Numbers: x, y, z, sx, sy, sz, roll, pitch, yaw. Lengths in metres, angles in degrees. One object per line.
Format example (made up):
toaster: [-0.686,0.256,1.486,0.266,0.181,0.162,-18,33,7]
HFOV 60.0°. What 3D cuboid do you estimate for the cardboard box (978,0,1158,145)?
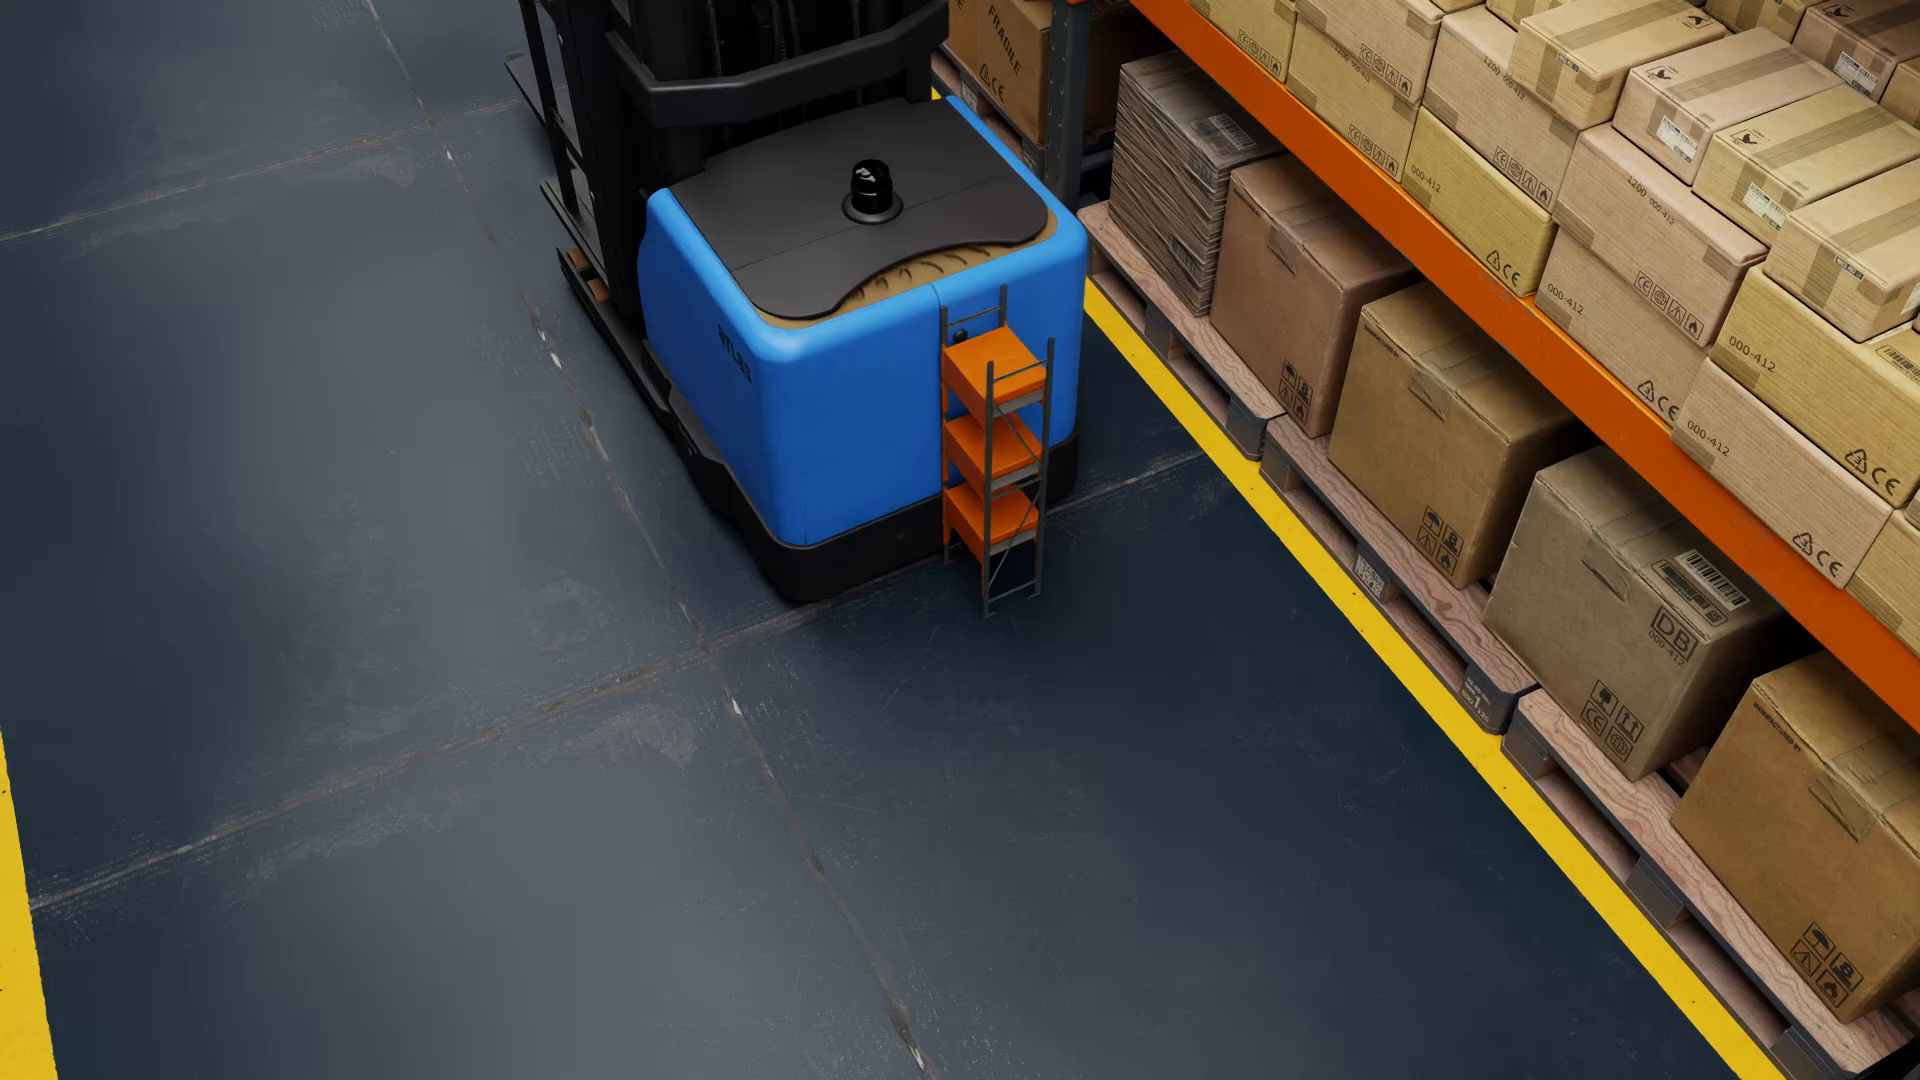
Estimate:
cardboard box: [0.401,-1.897,6.298,0.500,0.500,0.500,-20,52,-16]

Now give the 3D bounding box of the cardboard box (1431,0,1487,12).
cardboard box: [1.269,-1.444,4.023,0.380,0.149,0.250,-20,52,-17]

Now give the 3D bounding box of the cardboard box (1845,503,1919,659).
cardboard box: [2.153,0.107,3.263,0.500,0.250,0.500,-20,52,-17]

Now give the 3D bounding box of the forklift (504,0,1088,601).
forklift: [-0.789,-1.891,4.957,1.130,2.935,3.031,-23,53,-19]

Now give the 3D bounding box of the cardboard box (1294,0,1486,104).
cardboard box: [1.223,-1.415,4.262,0.500,0.250,0.500,-22,53,-18]

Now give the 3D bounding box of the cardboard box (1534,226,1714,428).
cardboard box: [1.718,-0.571,3.856,0.500,0.250,0.500,-21,52,-17]

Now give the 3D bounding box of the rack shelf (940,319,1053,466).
rack shelf: [0.097,-0.404,4.543,0.215,0.259,0.240,-23,53,-19]

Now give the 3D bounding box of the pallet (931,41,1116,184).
pallet: [0.478,-1.967,6.830,1.003,0.211,1.213,-21,52,-18]

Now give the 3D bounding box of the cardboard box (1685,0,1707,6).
cardboard box: [1.834,-1.450,4.028,0.380,0.149,0.250,-20,52,-17]

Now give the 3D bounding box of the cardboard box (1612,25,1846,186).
cardboard box: [1.651,-0.939,3.581,0.380,0.149,0.250,-21,52,-17]

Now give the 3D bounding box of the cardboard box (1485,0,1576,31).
cardboard box: [1.474,-1.303,3.900,0.380,0.149,0.250,-21,52,-18]

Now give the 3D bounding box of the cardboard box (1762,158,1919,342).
cardboard box: [1.825,-0.573,3.261,0.380,0.149,0.250,-23,53,-19]

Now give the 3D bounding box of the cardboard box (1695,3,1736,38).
cardboard box: [1.924,-1.266,4.132,0.500,0.250,0.500,-22,52,-18]

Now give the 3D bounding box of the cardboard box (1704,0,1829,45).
cardboard box: [1.990,-1.287,3.886,0.380,0.149,0.250,-21,52,-17]

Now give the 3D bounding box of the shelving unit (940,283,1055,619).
shelving unit: [0.097,-0.224,4.748,0.215,1.050,0.252,-23,53,-19]

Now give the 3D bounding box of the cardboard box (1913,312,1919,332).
cardboard box: [2.063,-0.442,3.147,0.380,0.149,0.250,-21,52,-18]

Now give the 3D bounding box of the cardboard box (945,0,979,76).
cardboard box: [0.181,-2.235,6.594,0.500,0.500,0.500,-22,52,-18]

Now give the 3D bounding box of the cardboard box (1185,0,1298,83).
cardboard box: [0.997,-1.604,4.759,0.500,0.250,0.500,-22,52,-18]

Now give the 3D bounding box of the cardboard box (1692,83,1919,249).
cardboard box: [1.760,-0.770,3.433,0.380,0.149,0.250,-22,52,-18]

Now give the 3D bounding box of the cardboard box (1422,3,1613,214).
cardboard box: [1.479,-1.081,3.971,0.500,0.250,0.500,-20,52,-17]

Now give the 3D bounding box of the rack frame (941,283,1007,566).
rack frame: [0.038,-0.304,4.818,0.200,1.050,0.008,-23,53,-19]

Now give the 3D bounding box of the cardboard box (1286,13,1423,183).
cardboard box: [1.239,-1.261,4.460,0.500,0.250,0.500,-23,53,-19]

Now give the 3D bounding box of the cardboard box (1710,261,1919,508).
cardboard box: [1.922,-0.393,3.368,0.500,0.250,0.500,-22,53,-18]

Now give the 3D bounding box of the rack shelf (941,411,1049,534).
rack shelf: [0.097,-0.217,4.756,0.215,0.259,0.240,-23,53,-19]

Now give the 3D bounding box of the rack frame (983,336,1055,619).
rack frame: [0.157,-0.144,4.678,0.200,1.050,0.008,-23,53,-19]

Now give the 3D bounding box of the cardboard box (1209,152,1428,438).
cardboard box: [1.365,-0.872,5.319,0.875,0.625,0.625,-20,52,-16]

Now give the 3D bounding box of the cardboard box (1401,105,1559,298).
cardboard box: [1.475,-0.914,4.156,0.500,0.250,0.500,-20,52,-16]

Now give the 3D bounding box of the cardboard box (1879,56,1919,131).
cardboard box: [2.230,-0.955,3.595,0.380,0.149,0.250,-21,52,-18]

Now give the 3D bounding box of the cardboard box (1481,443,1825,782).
cardboard box: [2.019,0.081,4.485,0.875,0.625,0.625,-22,52,-18]

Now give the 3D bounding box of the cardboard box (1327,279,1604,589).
cardboard box: [1.673,-0.422,4.925,0.875,0.625,0.625,-23,53,-19]

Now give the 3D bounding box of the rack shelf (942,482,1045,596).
rack shelf: [0.097,-0.034,4.965,0.215,0.259,0.240,-23,53,-19]

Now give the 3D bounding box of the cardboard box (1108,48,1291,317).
cardboard box: [1.059,-1.307,5.699,0.875,0.625,0.625,-20,52,-16]

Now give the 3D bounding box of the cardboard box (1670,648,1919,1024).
cardboard box: [2.367,0.603,4.029,0.875,0.625,0.625,-19,52,-16]

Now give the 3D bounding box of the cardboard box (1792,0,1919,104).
cardboard box: [2.109,-1.122,3.742,0.380,0.149,0.250,-22,52,-18]

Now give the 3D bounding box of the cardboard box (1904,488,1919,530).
cardboard box: [2.164,-0.051,3.070,0.500,0.250,0.500,-22,52,-18]

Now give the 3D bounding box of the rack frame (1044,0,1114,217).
rack frame: [0.786,-2.373,5.332,1.000,3.000,0.127,-21,52,-18]

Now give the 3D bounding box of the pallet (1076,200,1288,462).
pallet: [1.128,-0.890,5.888,1.003,0.211,1.213,-21,52,-18]

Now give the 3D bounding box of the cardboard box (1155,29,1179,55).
cardboard box: [0.842,-2.066,6.446,0.500,0.500,0.500,-19,52,-16]

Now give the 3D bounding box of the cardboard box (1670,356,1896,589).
cardboard box: [1.918,-0.228,3.556,0.500,0.250,0.500,-21,52,-18]

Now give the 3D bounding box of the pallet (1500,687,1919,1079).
pallet: [2.244,0.743,4.460,1.003,0.211,1.213,-21,52,-18]

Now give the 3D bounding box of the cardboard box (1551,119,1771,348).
cardboard box: [1.693,-0.737,3.669,0.500,0.250,0.500,-20,52,-17]

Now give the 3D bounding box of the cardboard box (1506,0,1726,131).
cardboard box: [1.461,-1.090,3.713,0.380,0.149,0.250,-22,53,-18]

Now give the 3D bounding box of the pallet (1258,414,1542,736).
pallet: [1.682,-0.075,5.175,1.003,0.211,1.213,-21,52,-18]
